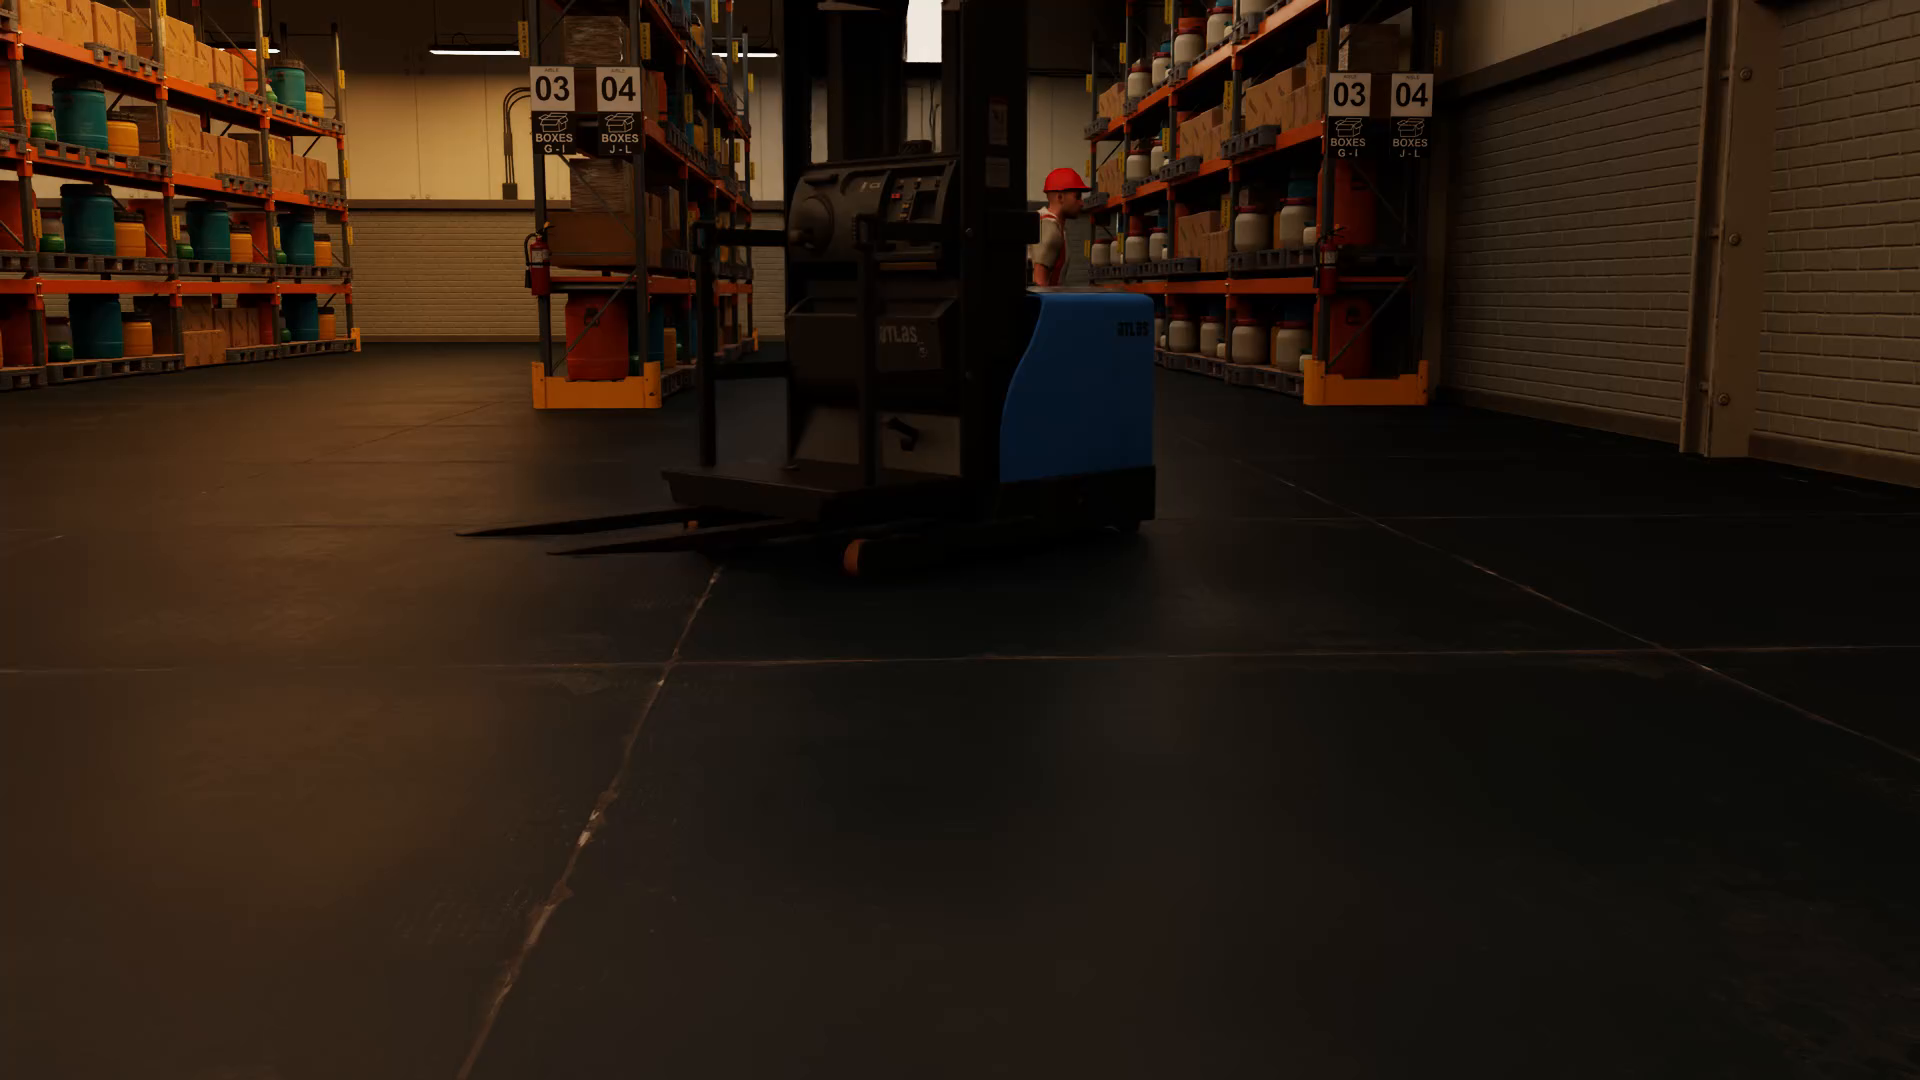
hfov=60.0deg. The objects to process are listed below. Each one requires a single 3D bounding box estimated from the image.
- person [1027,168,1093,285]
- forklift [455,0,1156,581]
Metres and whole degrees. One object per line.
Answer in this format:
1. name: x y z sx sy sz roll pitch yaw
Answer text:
1. person: 0.528 -1.229 9.547 0.451 1.778 0.611 1 9 8
2. forklift: -0.512 -1.378 6.610 1.130 2.935 3.031 8 12 44
